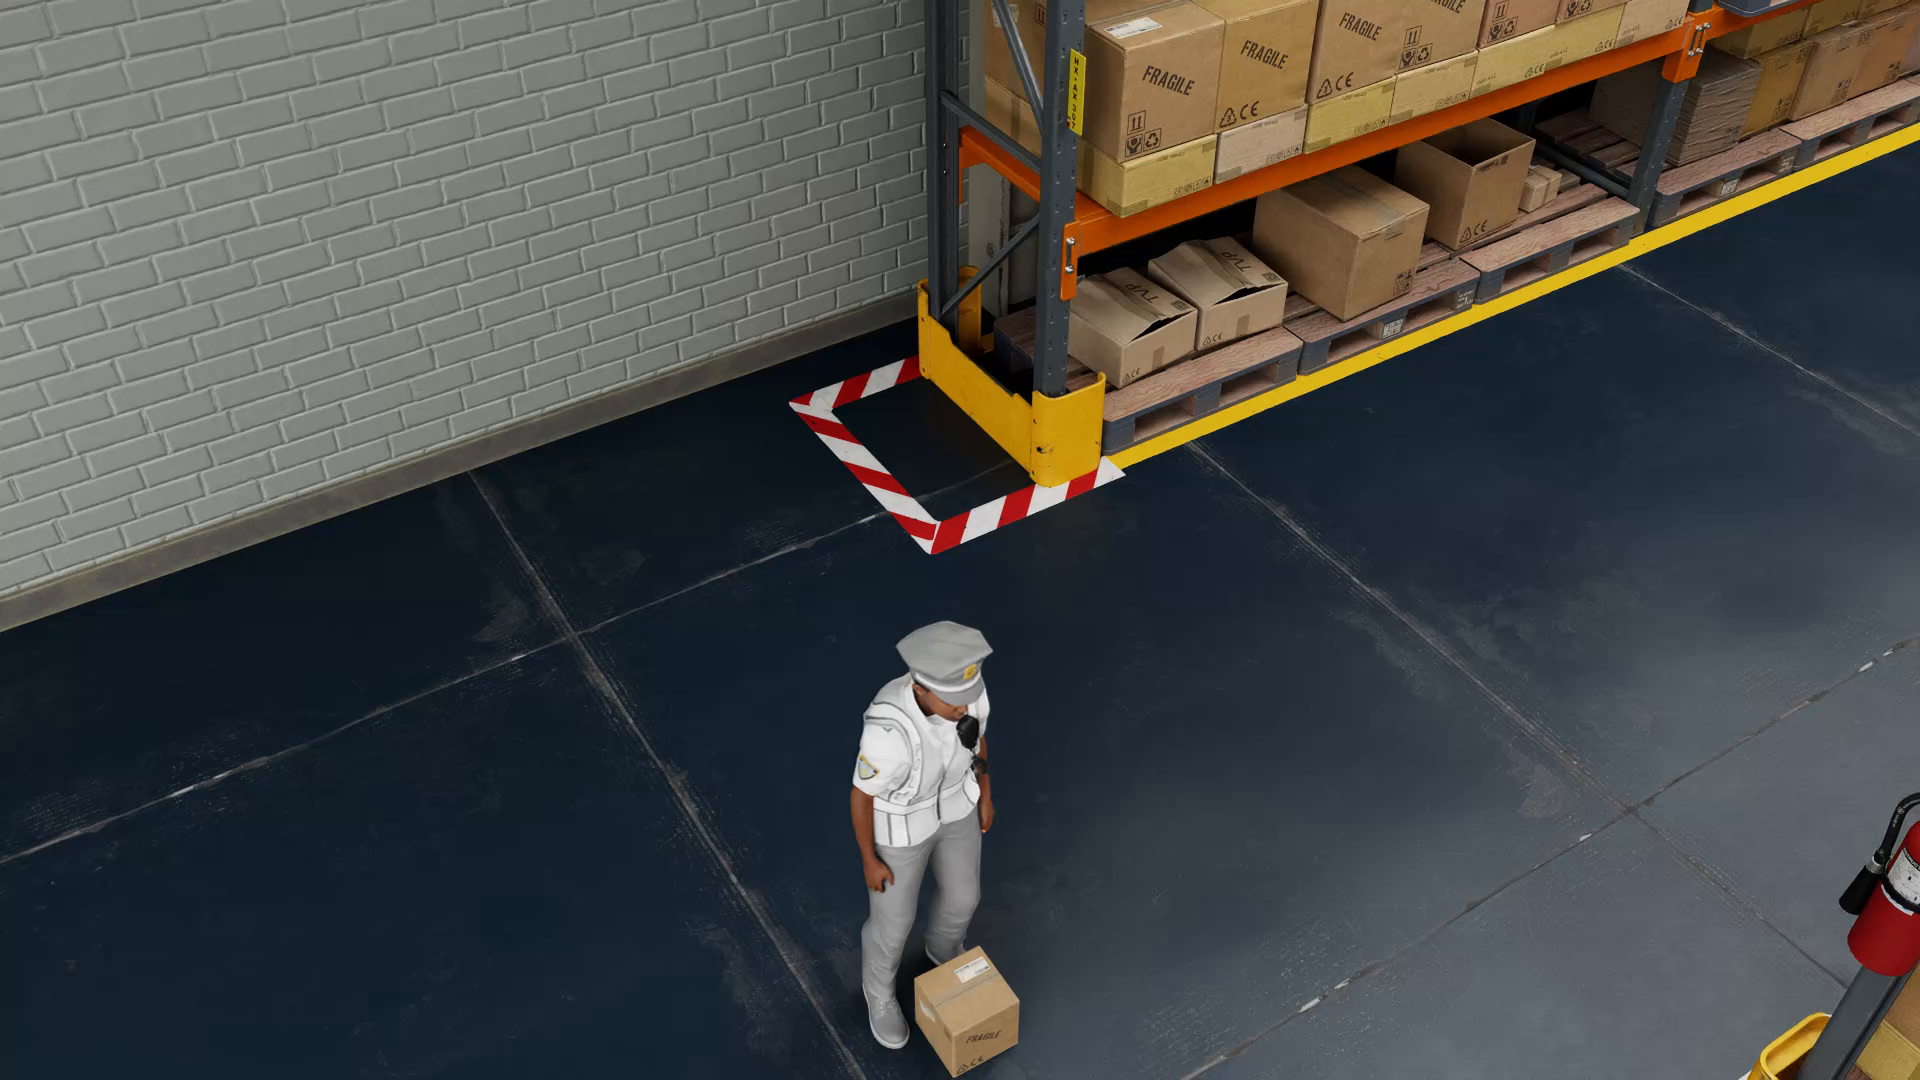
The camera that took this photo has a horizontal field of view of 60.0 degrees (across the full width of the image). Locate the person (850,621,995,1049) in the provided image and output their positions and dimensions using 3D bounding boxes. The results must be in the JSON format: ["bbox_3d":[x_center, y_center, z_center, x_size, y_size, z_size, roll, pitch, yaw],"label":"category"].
[{"bbox_3d":[-0.114,0.887,5.139,0.527,1.658,0.397,-25,47,-26],"label":"person"}]
